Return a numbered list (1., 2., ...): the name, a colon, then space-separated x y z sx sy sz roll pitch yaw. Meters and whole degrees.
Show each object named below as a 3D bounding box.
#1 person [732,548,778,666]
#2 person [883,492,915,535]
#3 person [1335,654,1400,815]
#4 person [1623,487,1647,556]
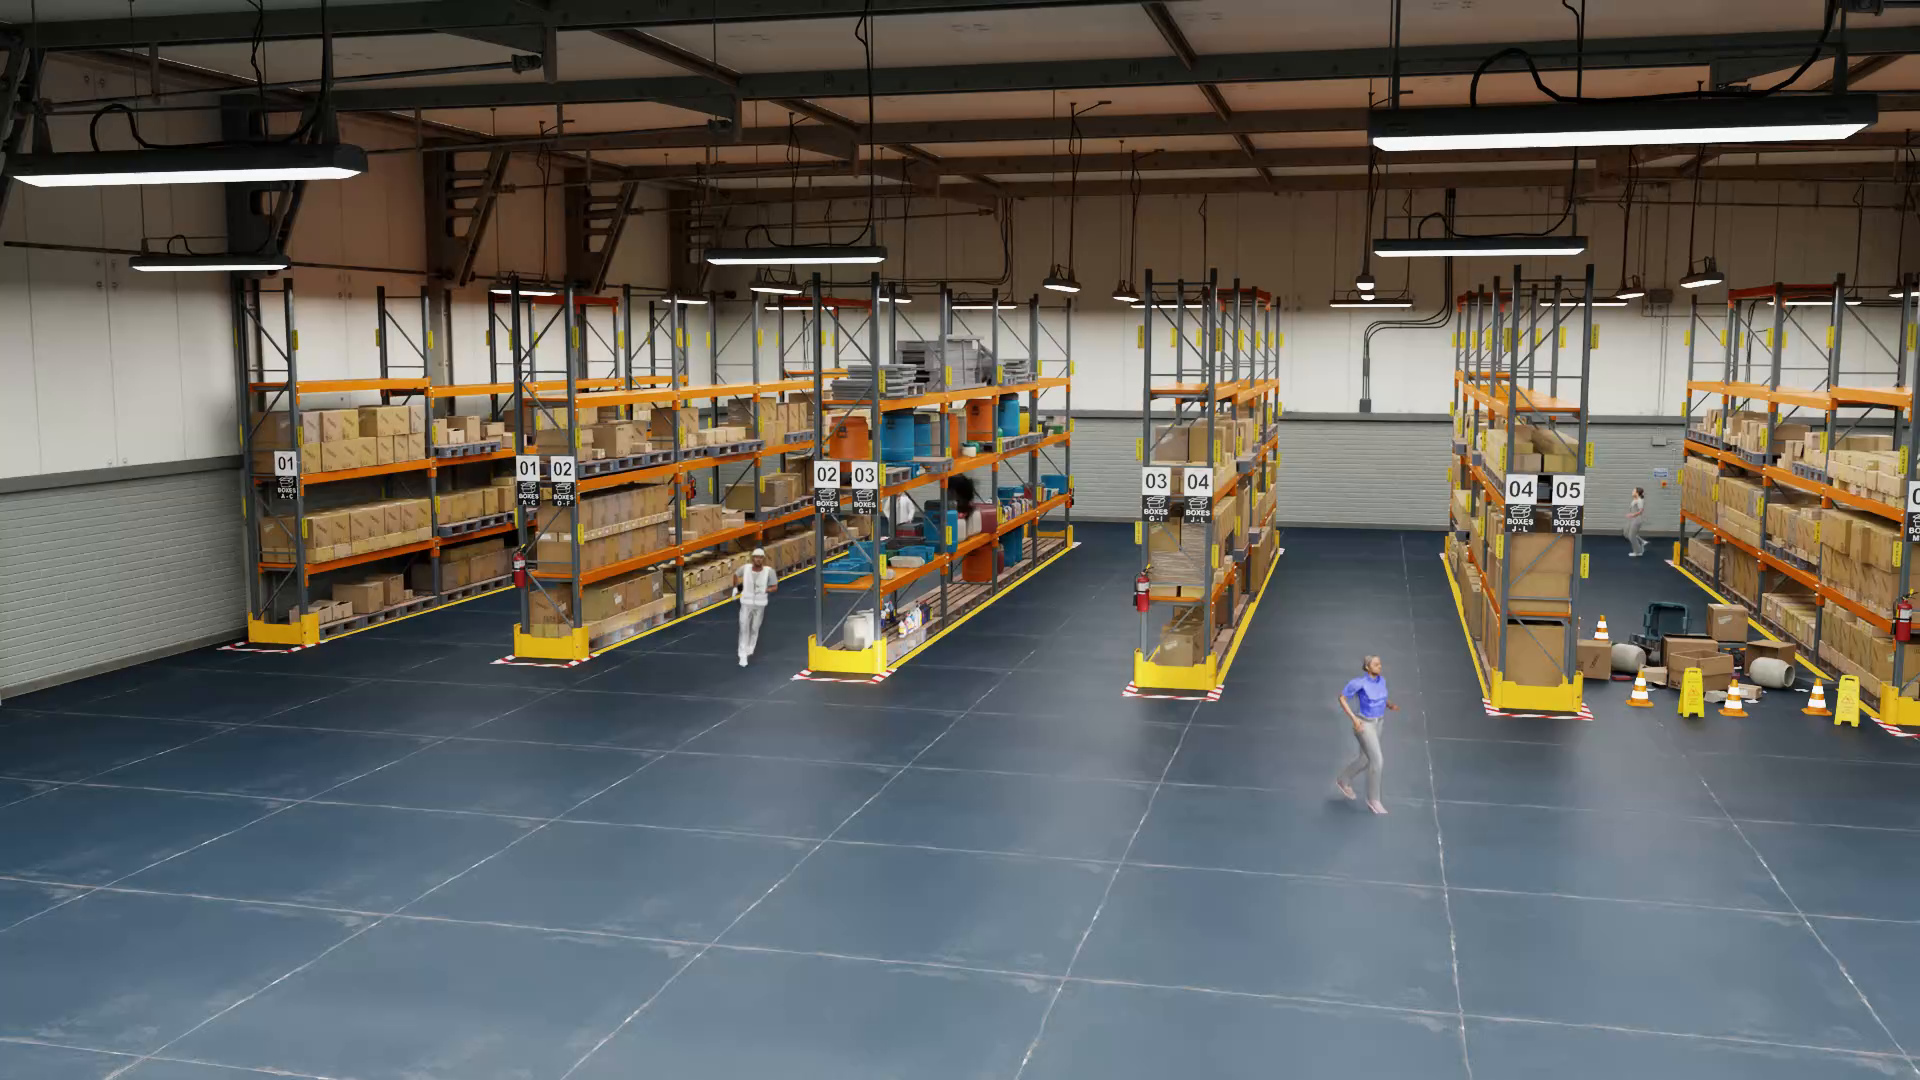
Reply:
1. person: -3.204 1.036 26.001 0.703 1.837 0.835 -1 7 -9
2. person: -1.394 -0.355 37.606 0.711 1.735 0.637 1 7 5
3. person: 4.369 2.051 17.868 0.570 1.708 0.745 -6 9 -41
4. person: 15.705 -0.427 38.605 0.523 1.624 0.596 2 7 16
